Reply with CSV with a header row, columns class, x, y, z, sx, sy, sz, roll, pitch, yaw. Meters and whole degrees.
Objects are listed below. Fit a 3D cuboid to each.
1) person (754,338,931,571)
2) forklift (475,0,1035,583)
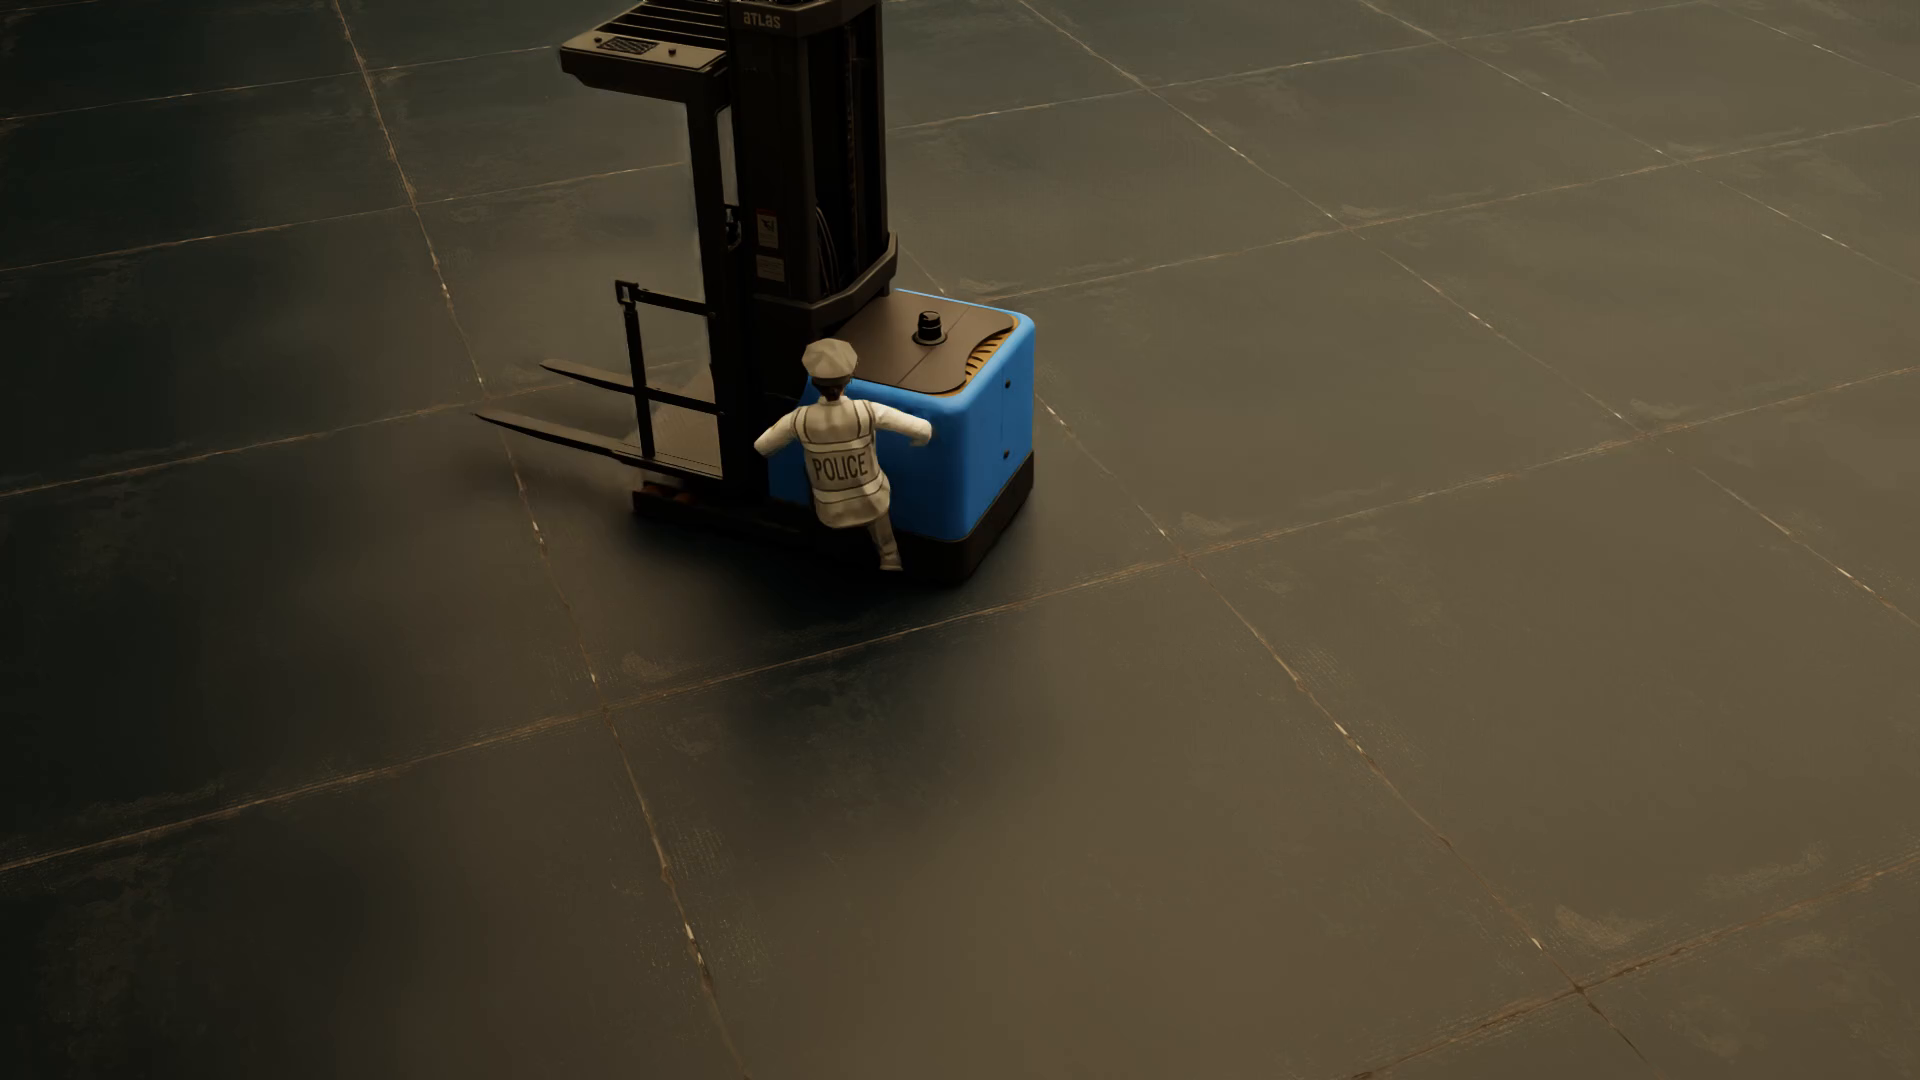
class,x,y,z,sx,sy,sz,roll,pitch,yaw
person,-0.564,-0.369,7.890,0.820,1.446,0.793,-7,36,-10
forklift,-1.171,-1.539,8.263,3.031,2.935,1.130,14,38,19
